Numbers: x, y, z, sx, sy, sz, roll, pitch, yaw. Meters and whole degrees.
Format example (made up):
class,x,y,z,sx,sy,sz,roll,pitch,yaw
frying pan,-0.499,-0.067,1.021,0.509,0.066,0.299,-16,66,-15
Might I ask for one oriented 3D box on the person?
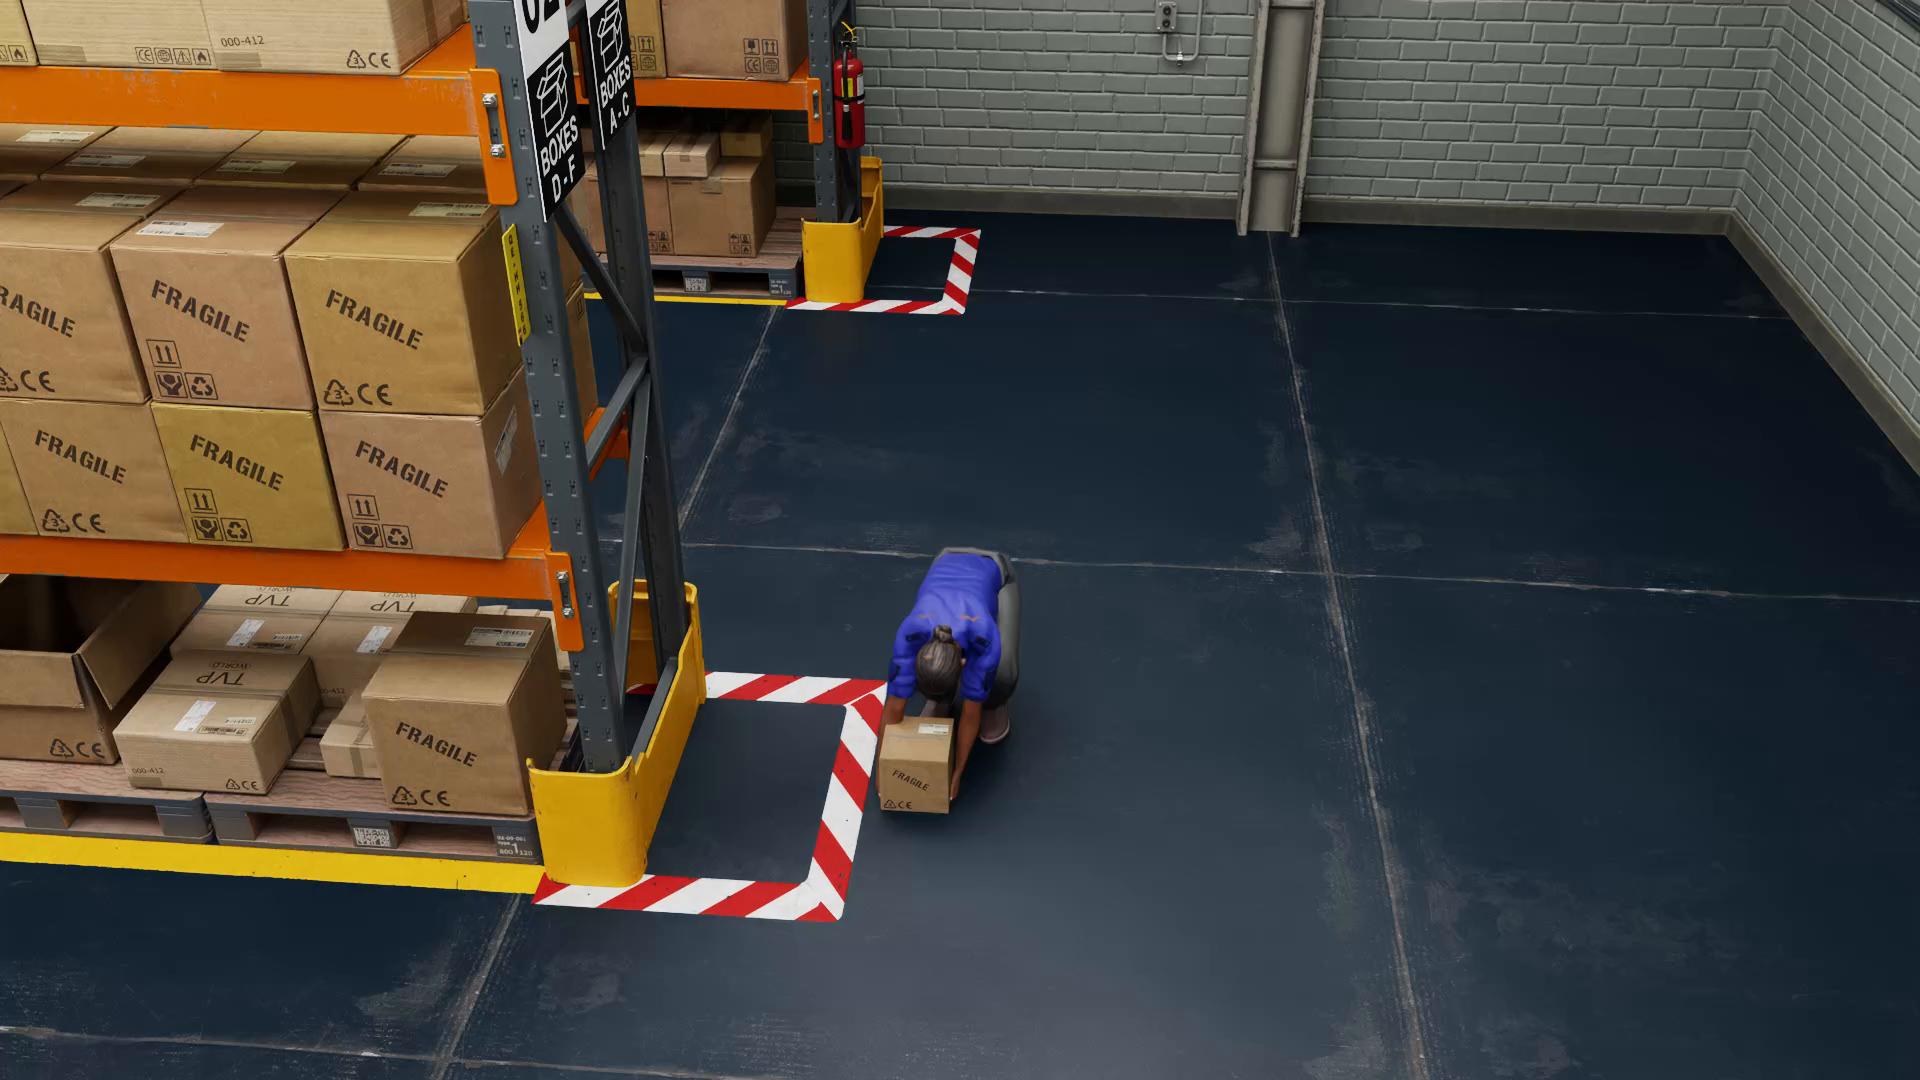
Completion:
class,x,y,z,sx,sy,sz,roll,pitch,yaw
person,-0.019,0.464,6.291,0.496,0.747,0.876,5,32,7
